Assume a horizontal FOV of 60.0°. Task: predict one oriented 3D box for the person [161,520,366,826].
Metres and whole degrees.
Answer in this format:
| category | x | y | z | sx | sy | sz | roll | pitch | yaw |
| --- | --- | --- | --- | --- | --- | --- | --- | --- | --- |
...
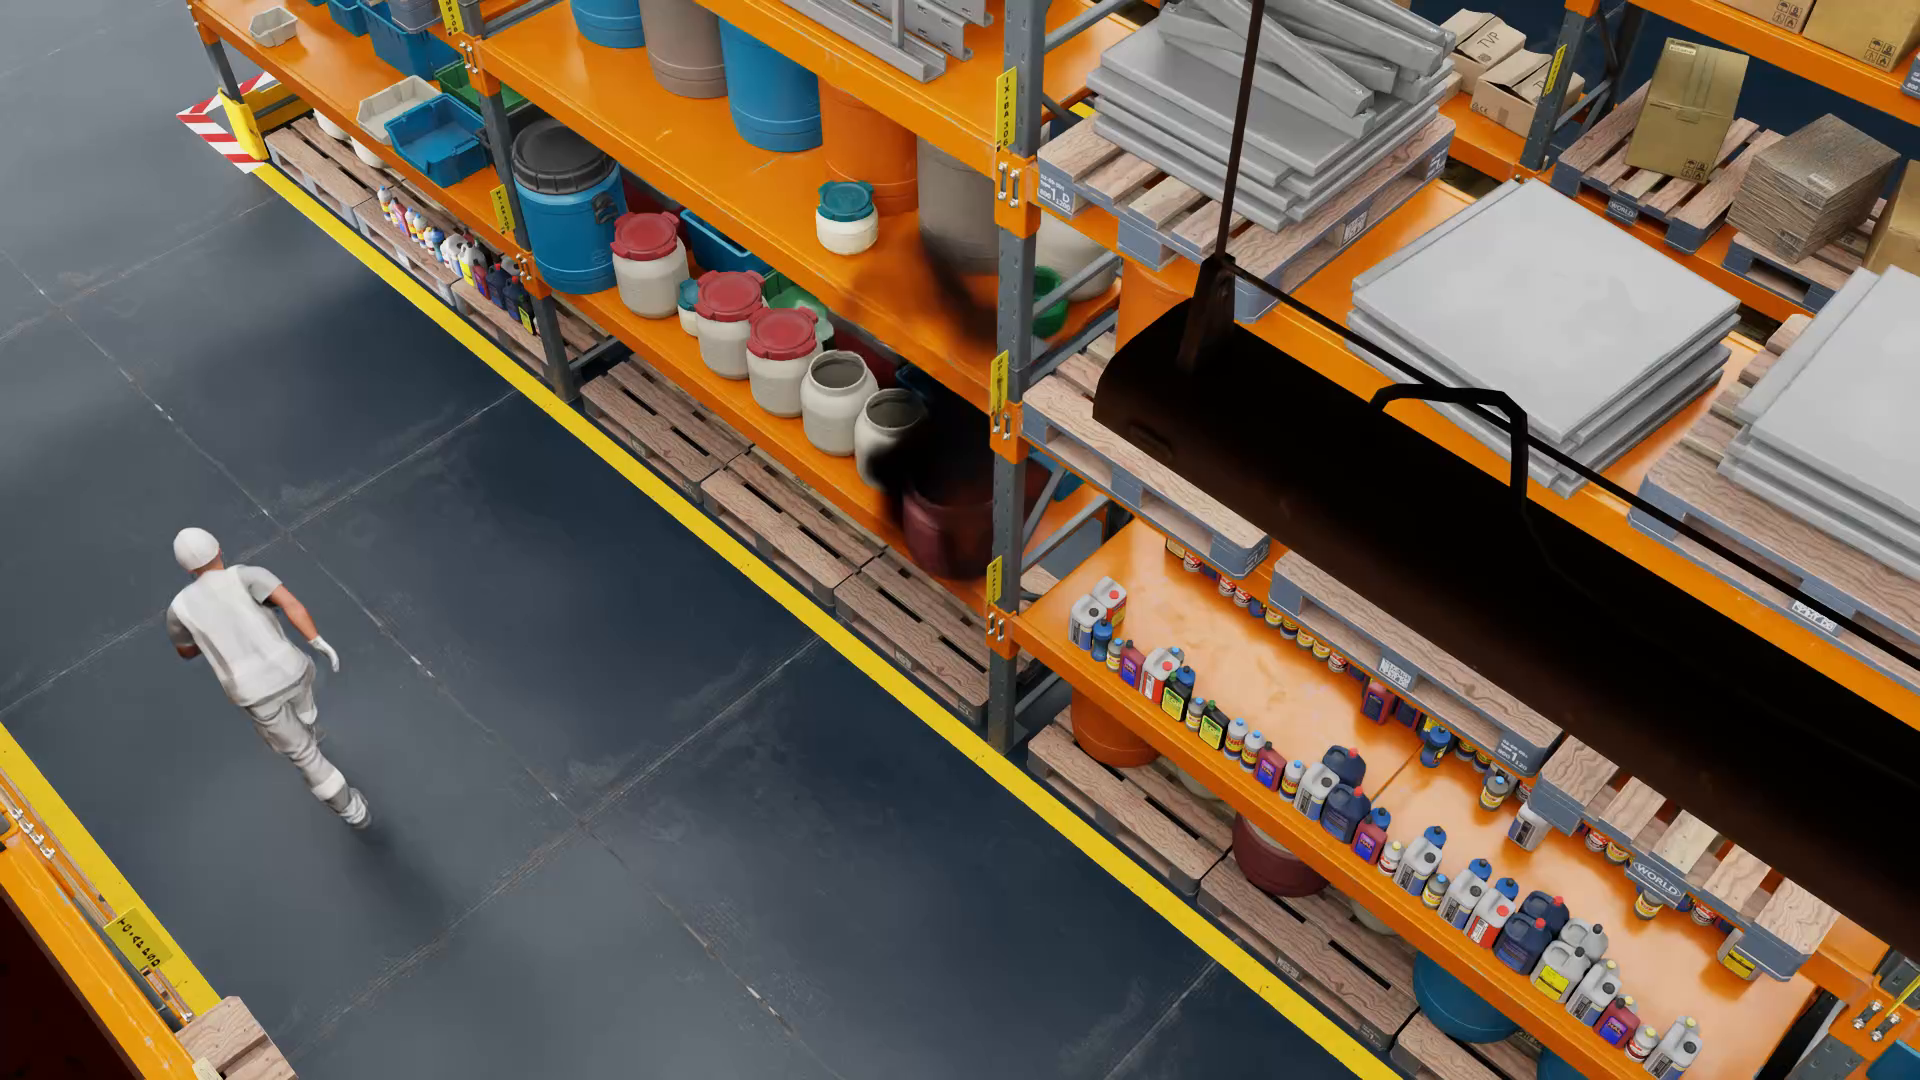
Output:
| category | x | y | z | sx | sy | sz | roll | pitch | yaw |
| --- | --- | --- | --- | --- | --- | --- | --- | --- | --- |
| person | -3.509 | 0.718 | 8.455 | 0.671 | 1.625 | 1.155 | -26 | 55 | -20 |
